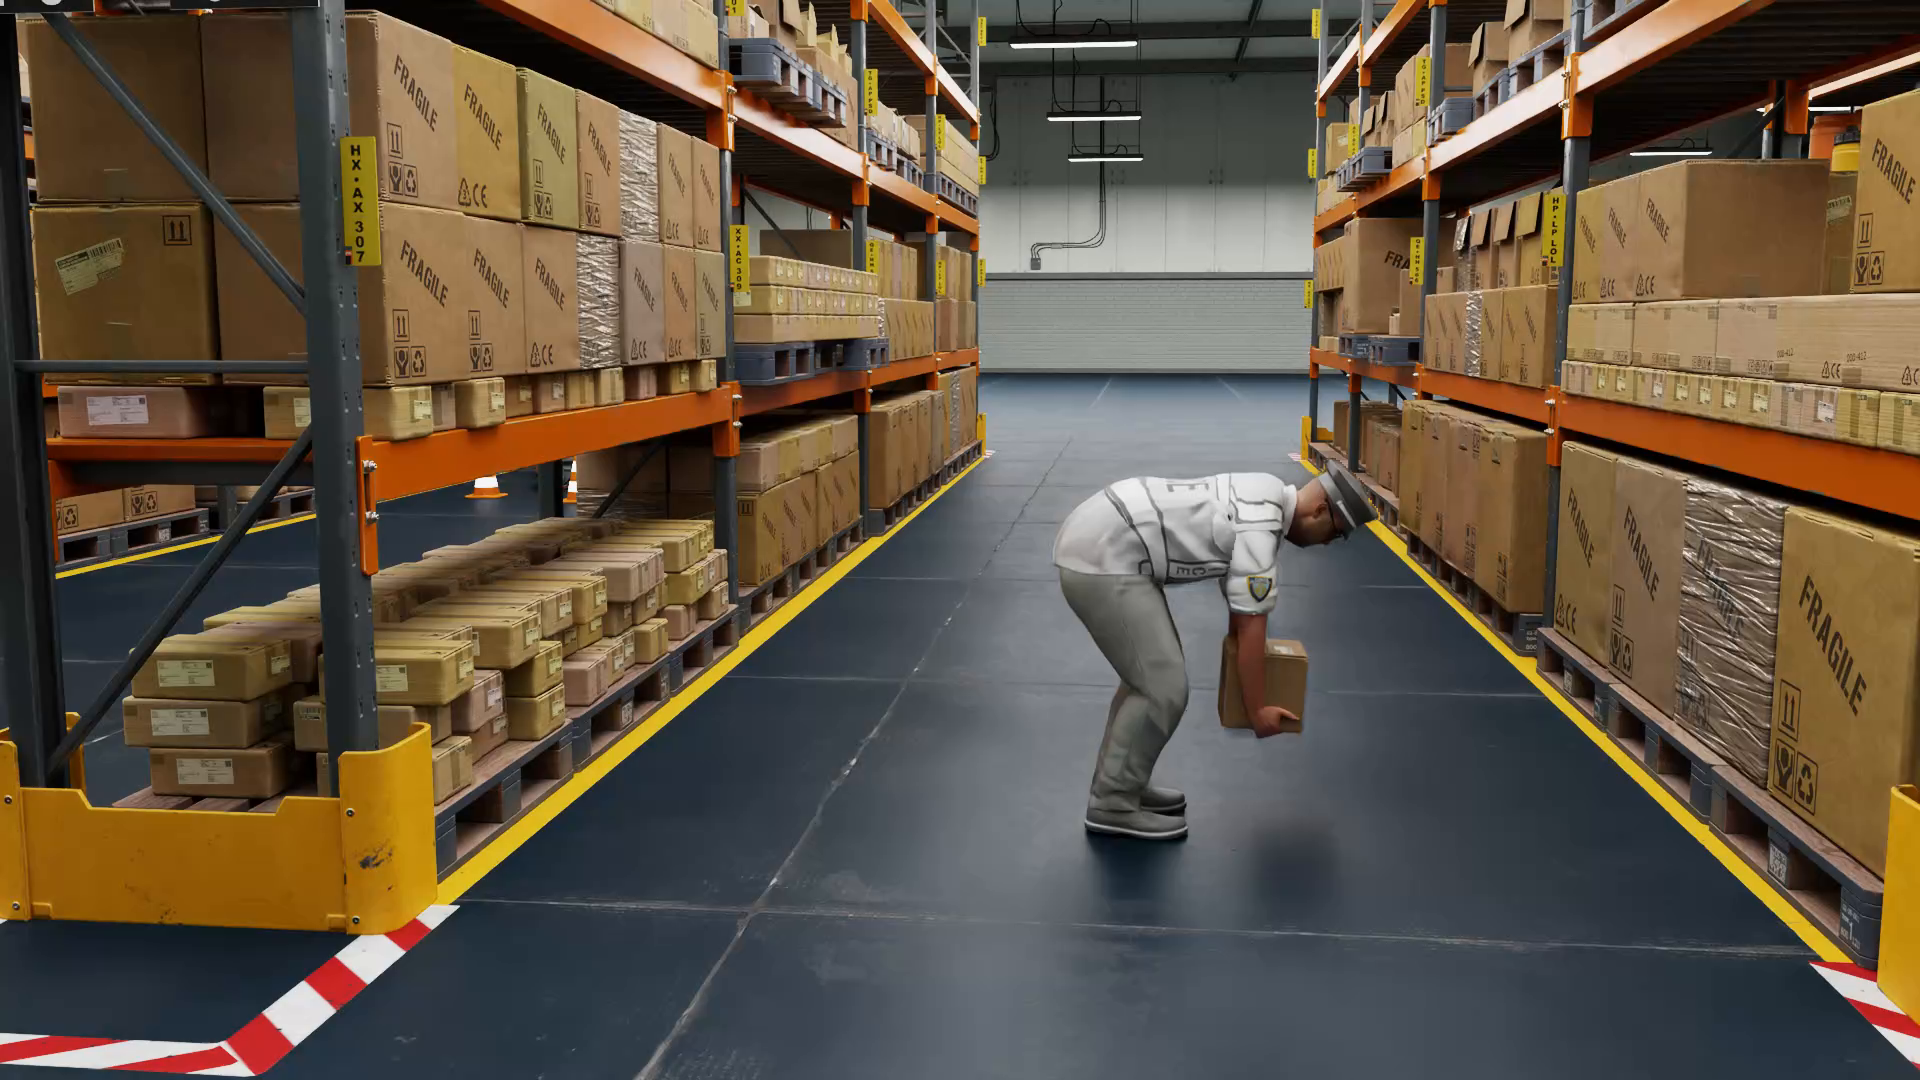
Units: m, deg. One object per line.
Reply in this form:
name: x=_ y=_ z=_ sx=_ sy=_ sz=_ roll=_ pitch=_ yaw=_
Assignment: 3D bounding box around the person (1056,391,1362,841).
person: x=0.790 y=0.230 z=5.350 sx=0.964 sy=1.412 sz=0.478 roll=1 pitch=8 yaw=5
